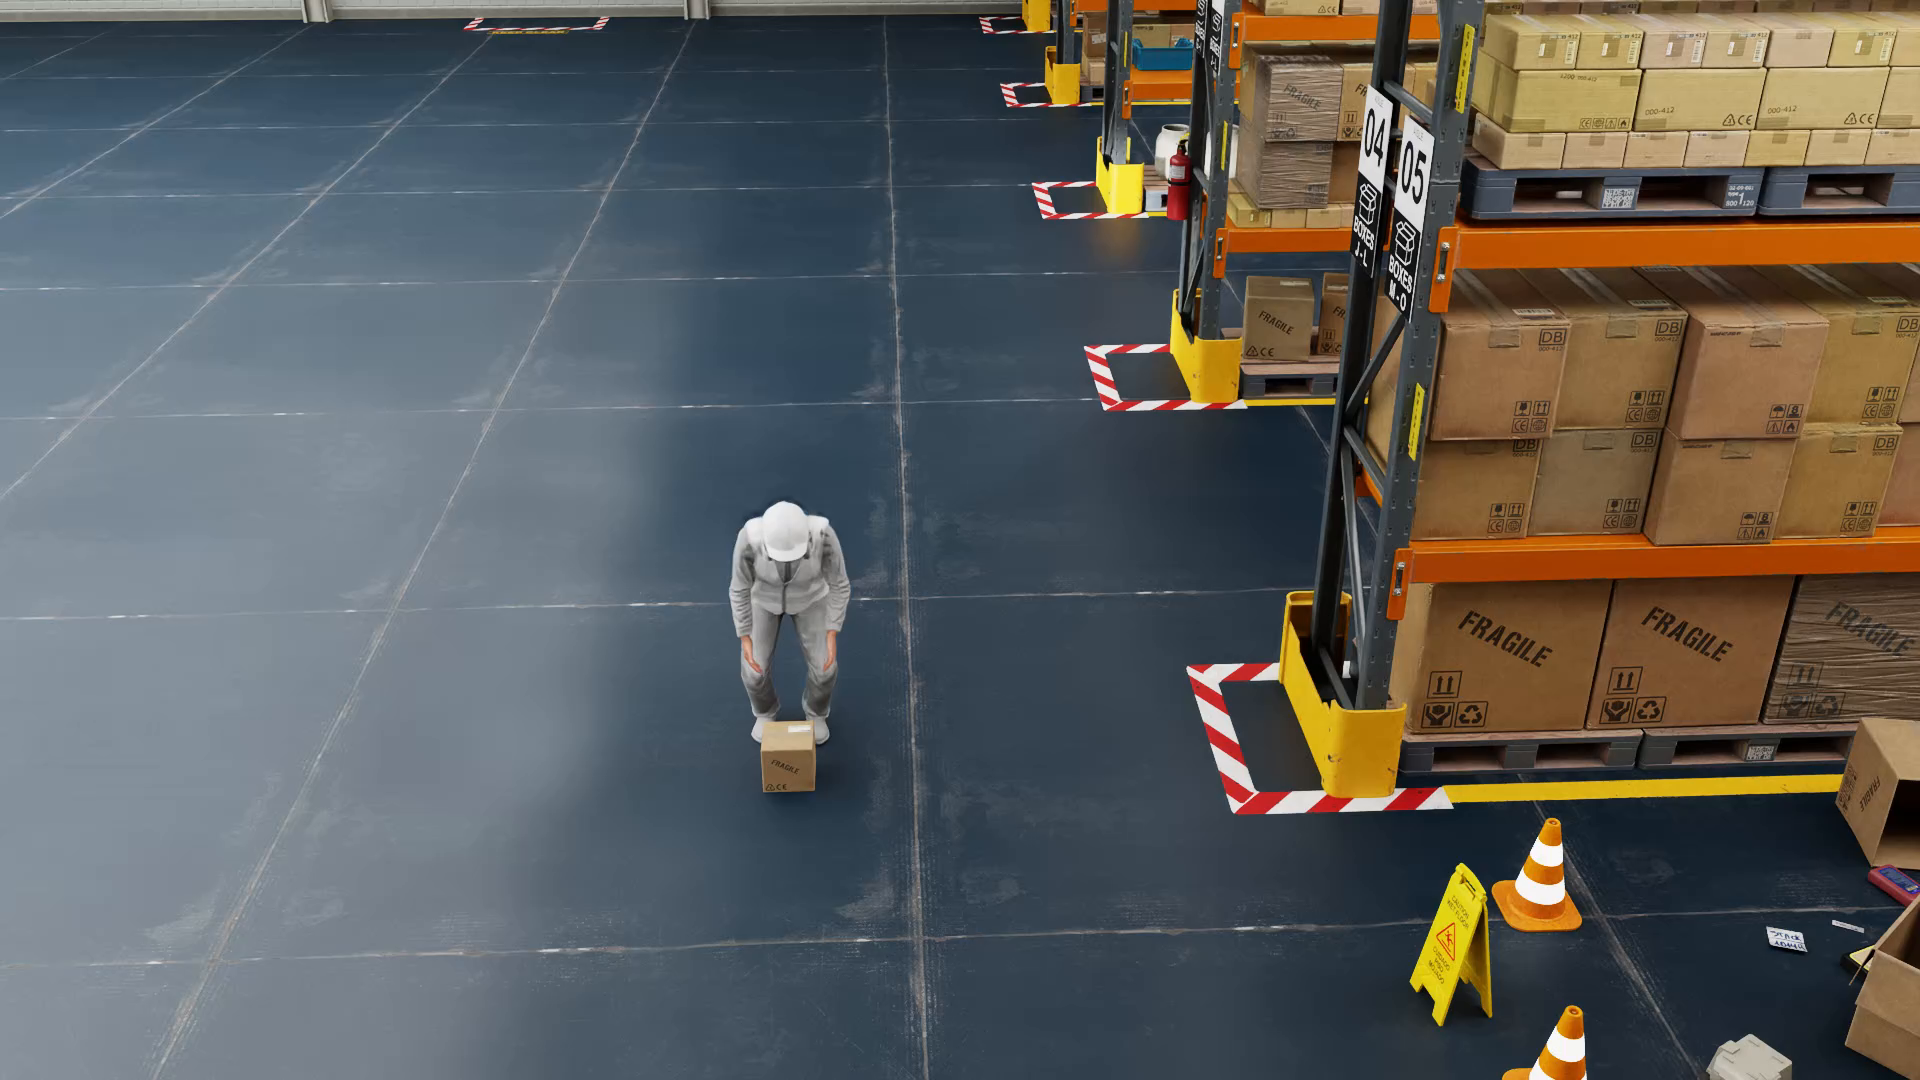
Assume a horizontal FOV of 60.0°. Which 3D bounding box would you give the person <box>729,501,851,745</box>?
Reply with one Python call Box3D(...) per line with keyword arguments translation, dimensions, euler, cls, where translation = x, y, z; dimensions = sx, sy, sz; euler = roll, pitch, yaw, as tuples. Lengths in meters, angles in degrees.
Box3D(translation=(-0.833, 0.360, 8.254), dimensions=(0.591, 1.449, 0.753), euler=(-1, 27, -2), cls="person")
